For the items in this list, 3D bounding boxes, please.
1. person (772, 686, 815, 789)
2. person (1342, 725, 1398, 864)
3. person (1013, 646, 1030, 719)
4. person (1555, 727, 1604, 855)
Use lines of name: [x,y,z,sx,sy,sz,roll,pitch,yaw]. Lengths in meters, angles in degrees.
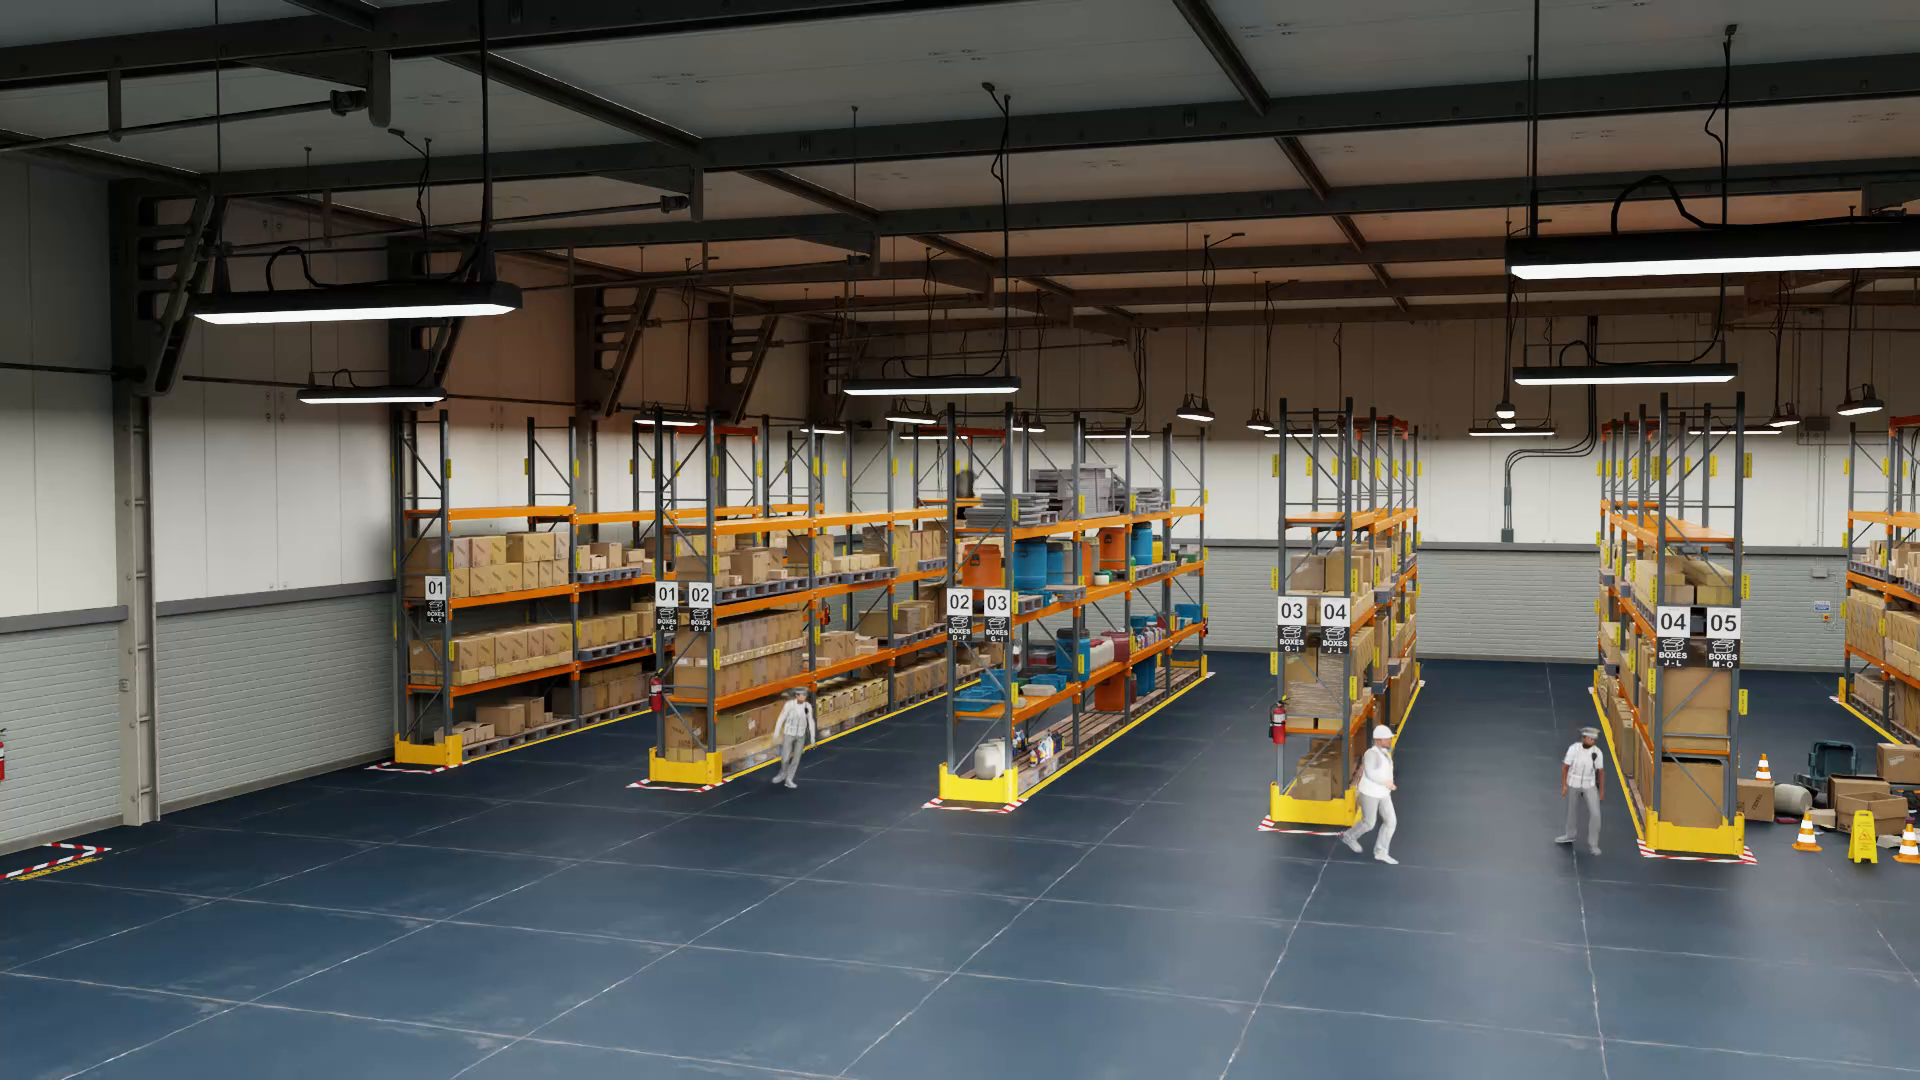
person: [-2.597,3.080,26.021,0.633,1.630,0.545,-1,3,-20]
person: [5.207,3.215,21.197,0.628,1.752,0.824,-2,3,-45]
person: [1.164,2.817,32.659,0.708,1.535,1.004,2,3,38]
person: [8.155,3.261,21.882,0.605,1.650,0.643,1,3,21]
